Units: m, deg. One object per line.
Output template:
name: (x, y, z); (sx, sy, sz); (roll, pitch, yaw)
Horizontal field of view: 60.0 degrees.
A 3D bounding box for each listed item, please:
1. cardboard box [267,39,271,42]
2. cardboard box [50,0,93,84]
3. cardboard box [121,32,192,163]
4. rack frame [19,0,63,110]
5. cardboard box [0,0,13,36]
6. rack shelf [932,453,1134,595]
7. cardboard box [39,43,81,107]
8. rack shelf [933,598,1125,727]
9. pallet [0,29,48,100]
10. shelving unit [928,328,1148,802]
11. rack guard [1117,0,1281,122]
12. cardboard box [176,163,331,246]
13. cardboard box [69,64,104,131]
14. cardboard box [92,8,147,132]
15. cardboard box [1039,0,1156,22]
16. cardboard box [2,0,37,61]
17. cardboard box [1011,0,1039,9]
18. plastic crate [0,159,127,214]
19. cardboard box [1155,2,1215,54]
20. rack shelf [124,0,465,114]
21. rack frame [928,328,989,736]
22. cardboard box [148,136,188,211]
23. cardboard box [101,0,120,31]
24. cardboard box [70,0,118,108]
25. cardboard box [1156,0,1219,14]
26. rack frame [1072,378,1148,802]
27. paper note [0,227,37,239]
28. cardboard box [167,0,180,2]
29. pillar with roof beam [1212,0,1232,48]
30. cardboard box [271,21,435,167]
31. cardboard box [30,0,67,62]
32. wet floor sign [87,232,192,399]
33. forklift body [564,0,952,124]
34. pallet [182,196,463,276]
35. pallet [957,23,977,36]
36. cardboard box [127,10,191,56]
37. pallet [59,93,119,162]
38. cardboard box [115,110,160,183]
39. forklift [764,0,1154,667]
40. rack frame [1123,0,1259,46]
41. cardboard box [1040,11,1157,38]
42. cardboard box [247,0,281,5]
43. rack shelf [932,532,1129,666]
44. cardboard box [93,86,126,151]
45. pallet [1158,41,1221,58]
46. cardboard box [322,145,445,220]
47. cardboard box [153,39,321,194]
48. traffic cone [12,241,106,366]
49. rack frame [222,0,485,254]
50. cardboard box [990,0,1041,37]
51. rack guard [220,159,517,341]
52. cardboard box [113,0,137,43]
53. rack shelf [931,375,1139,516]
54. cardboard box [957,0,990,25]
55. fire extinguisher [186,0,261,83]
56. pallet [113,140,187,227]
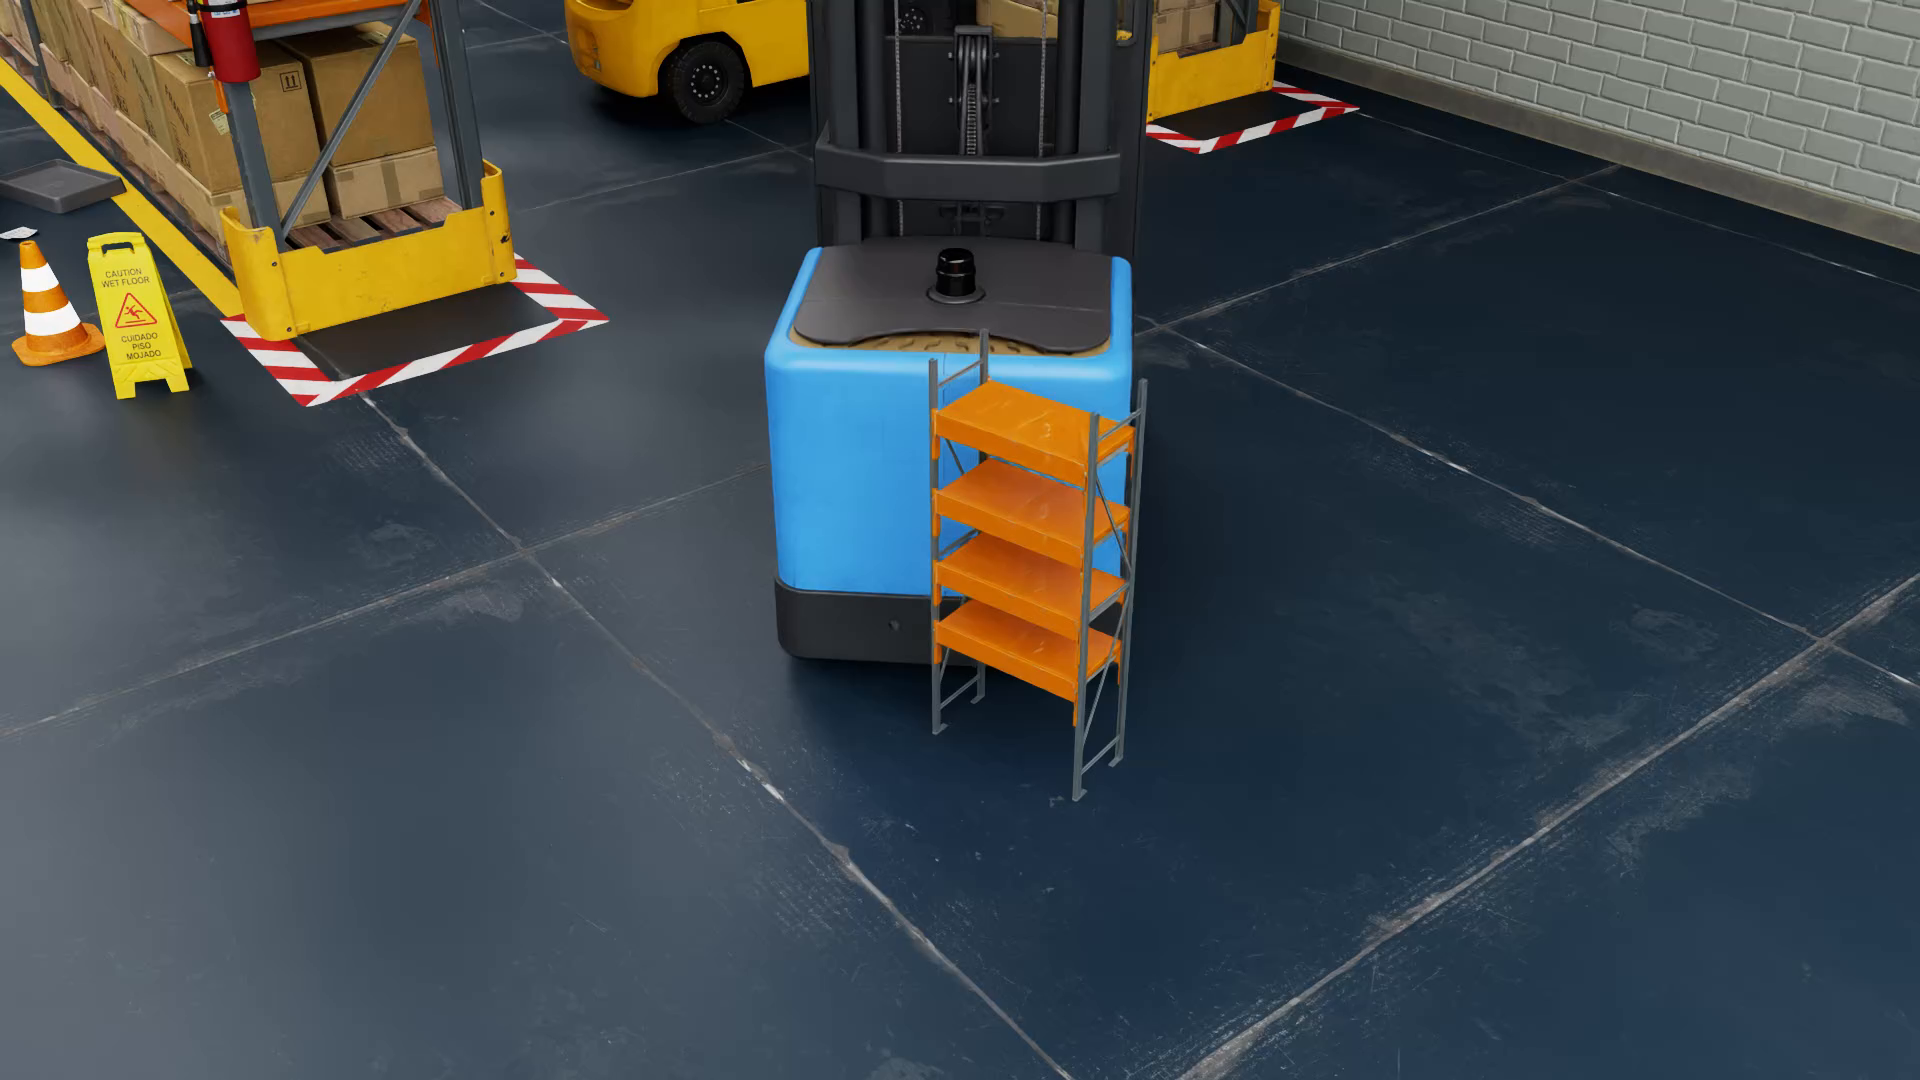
cardboard box: (-3.165, -2.321, 8.141); (0.500, 0.500, 0.500); (-24, 39, -33)
cardboard box: (-4.516, -2.783, 8.886); (0.500, 0.500, 0.500); (-21, 37, -30)
cardboard box: (-3.570, -2.135, 7.842); (0.500, 0.500, 0.500); (-21, 37, -30)
rack frame: (-5.003, -4.007, 9.359); (1.000, 3.000, 0.127); (-22, 38, -31)
cardboard box: (-5.770, -3.586, 10.773); (0.950, 0.372, 0.625); (-20, 37, -29)
rack shelf: (0.192, -0.049, 4.396); (0.480, 0.148, 0.258); (22, 38, 31)
cardboard box: (-4.854, -2.684, 9.437); (0.500, 0.250, 0.500); (-24, 39, -33)
rack shelf: (0.192, 0.309, 4.618); (0.480, 0.148, 0.258); (22, 38, 31)
pallet: (-5.481, -3.147, 10.616); (1.003, 0.211, 1.213); (-22, 38, -31)
shelving unit: (0.192, 0.084, 4.478); (0.503, 1.200, 0.258); (22, 38, 31)
rack guard: (1.384, -2.876, 9.906); (1.175, 0.500, 0.348); (-22, 38, -31)
cardboard box: (-3.273, -1.610, 7.708); (0.500, 0.250, 0.500); (-22, 38, -32)
cardboard box: (-4.518, -2.465, 9.085); (0.500, 0.250, 0.500); (-20, 37, -29)
cardboard box: (-3.874, -2.347, 8.184); (0.500, 0.500, 0.500); (-23, 39, -32)
cardboard box: (0.824, -3.272, 9.909); (0.500, 0.250, 0.500); (-23, 38, -32)
cardboard box: (-5.326, -3.287, 10.292); (0.950, 0.372, 0.625); (-22, 38, -31)
cardboard box: (0.524, -3.484, 10.252); (0.500, 0.250, 0.500); (-23, 38, -32)
plastic crate: (-4.688, -1.847, 8.648); (0.583, 0.080, 0.402); (18, 36, 27)
cardboard box: (1.222, -3.226, 10.309); (0.500, 0.250, 0.500); (-22, 38, -31)
rack shelf: (-3.776, -2.868, 8.207); (1.077, 0.370, 4.000); (-22, 38, -31)
rack frame: (-0.003, 0.006, 4.603); (0.015, 1.200, 0.240); (22, 38, 31)
cardboard box: (-3.569, -1.819, 8.043); (0.500, 0.250, 0.500); (-22, 38, -31)
cardboard box: (-3.837, -2.541, 7.881); (0.380, 0.149, 0.250); (-21, 37, -29)
cardboard box: (-4.200, -2.567, 8.537); (0.500, 0.500, 0.500); (-20, 37, -29)
cardboard box: (1.245, -3.433, 10.169); (0.500, 0.250, 0.500); (-21, 38, -31)
rack frame: (0.387, 0.161, 4.353); (0.015, 1.200, 0.240); (22, 38, 31)
paper note: (-4.618, -1.508, 8.149); (0.148, 0.019, 0.142); (18, 36, 27)
cardboard box: (-3.191, -2.390, 6.993); (0.380, 0.149, 0.250); (-23, 38, -32)
pillar with roof beam: (-1.747, -5.685, 6.374); (9.100, 9.000, 0.400); (-22, 38, -31)
cardboard box: (-2.841, -2.104, 7.792); (0.500, 0.500, 0.500); (-24, 39, -33)
cardboard box: (-4.854, -3.003, 9.239); (0.500, 0.500, 0.500); (-20, 37, -29)
wet floor sign: (-3.278, -0.915, 6.611); (0.267, 0.644, 0.232); (-10, 33, -15)
forklift body: (-1.235, -3.787, 9.809); (2.313, 2.155, 1.214); (-22, 38, -31)
pallet: (-3.067, -1.537, 8.025); (1.003, 0.211, 1.213); (-22, 38, -31)
pallet: (0.123, -3.576, 11.308); (1.003, 0.211, 1.213); (-22, 38, -31)
cardboard box: (-3.525, -2.325, 7.533); (0.380, 0.149, 0.250); (-21, 38, -30)
pallet: (-4.563, -2.554, 9.662); (1.003, 0.211, 1.213); (-22, 38, -31)
cardboard box: (-3.895, -2.035, 8.392); (0.500, 0.250, 0.500); (-24, 39, -33)
forklift: (0.082, -1.604, 5.554); (1.130, 2.935, 3.031); (3, 32, 4)
rack frame: (1.369, -3.948, 9.263); (1.000, 3.000, 0.127); (-22, 38, -31)
cardboard box: (0.831, -3.051, 10.028); (0.500, 0.250, 0.500); (-22, 38, -31)
cardboard box: (-2.948, -2.320, 6.880); (0.380, 0.149, 0.250); (-21, 37, -30)
rack shelf: (0.192, 0.141, 4.514); (0.480, 0.148, 0.258); (22, 38, 31)
cardboard box: (-4.190, -2.245, 8.730); (0.500, 0.250, 0.500); (-23, 38, -32)
pallet: (0.867, -3.068, 10.490); (1.003, 0.211, 1.213); (-22, 38, -31)
cardboard box: (-2.826, -1.776, 7.975); (0.500, 0.250, 0.500); (-23, 38, -32)
cardboard box: (-3.247, -1.918, 7.493); (0.500, 0.500, 0.500); (-22, 38, -31)
traffic cone: (-3.832, -1.024, 6.961); (0.336, 0.463, 0.334); (-22, 38, -31)
rack frame: (-2.550, -2.340, 6.675); (1.000, 3.000, 0.127); (-22, 38, -31)
cardboard box: (0.534, -3.262, 10.367); (0.500, 0.250, 0.500); (-22, 38, -31)
rack guard: (-2.596, -1.310, 7.385); (1.175, 0.500, 0.348); (-22, 38, -31)
cardboard box: (-3.677, -2.431, 7.704); (0.380, 0.149, 0.250); (-22, 38, -31)
rack shelf: (0.192, -0.250, 4.271); (0.480, 0.148, 0.258); (22, 38, 31)
cardboard box: (0.234, -3.473, 10.707); (0.500, 0.250, 0.500); (-22, 38, -31)
fire extinguisher: (-2.844, -2.110, 6.378); (0.296, 0.674, 0.183); (-22, 38, -31)
pallet: (-3.810, -2.045, 8.843); (1.003, 0.211, 1.213); (-22, 38, -31)
